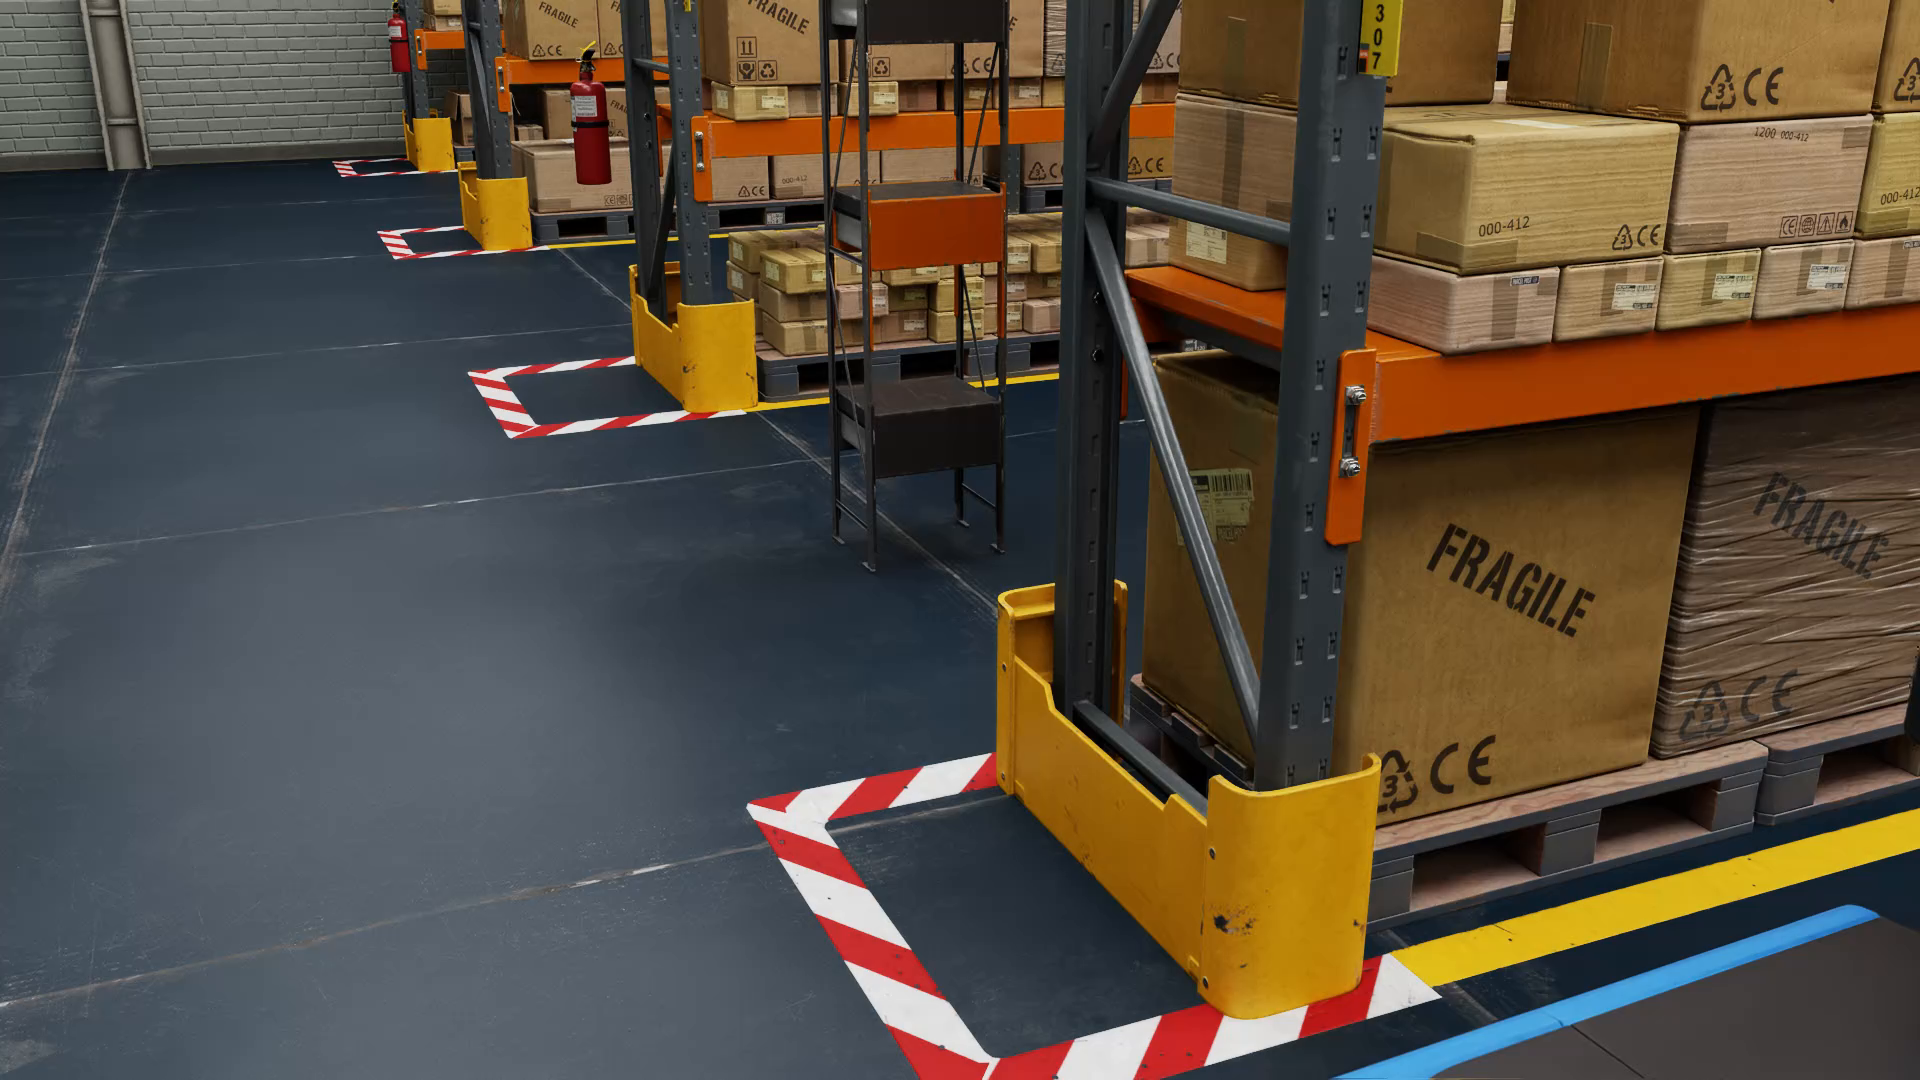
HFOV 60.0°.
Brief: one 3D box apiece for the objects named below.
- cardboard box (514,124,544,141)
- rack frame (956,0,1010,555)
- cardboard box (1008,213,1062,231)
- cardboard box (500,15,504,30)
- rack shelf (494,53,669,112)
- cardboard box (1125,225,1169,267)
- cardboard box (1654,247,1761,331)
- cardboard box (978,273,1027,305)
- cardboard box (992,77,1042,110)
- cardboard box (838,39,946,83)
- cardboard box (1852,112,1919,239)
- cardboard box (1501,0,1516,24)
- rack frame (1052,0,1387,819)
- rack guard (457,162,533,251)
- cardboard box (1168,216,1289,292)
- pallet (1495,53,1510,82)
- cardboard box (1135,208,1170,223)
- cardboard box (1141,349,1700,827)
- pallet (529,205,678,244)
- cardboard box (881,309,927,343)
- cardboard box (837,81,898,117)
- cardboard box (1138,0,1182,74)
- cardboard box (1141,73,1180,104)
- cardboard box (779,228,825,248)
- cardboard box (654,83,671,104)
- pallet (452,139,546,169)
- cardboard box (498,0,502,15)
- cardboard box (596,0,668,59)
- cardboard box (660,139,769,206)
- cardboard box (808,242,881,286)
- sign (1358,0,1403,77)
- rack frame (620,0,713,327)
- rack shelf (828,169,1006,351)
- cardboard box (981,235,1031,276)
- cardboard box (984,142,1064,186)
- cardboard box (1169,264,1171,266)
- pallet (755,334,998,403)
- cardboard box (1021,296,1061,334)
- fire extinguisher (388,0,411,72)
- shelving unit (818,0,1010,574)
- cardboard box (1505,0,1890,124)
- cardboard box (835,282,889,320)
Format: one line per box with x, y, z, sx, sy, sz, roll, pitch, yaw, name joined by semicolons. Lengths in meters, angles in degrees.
-4.406;-4.141;16.927;0.250;0.149;0.380;-9;21;-24;cardboard box
0.072;-1.001;5.703;0.015;2.100;0.400;-8;21;-22;rack frame
0.442;-1.663;8.993;0.250;0.149;0.380;-8;21;-22;cardboard box
-4.558;-5.126;16.442;0.250;0.149;0.380;-8;21;-23;cardboard box
-1.605;-3.603;12.821;4.000;0.370;1.077;-8;21;-22;rack shelf
0.893;-1.523;8.595;0.250;0.149;0.380;-9;21;-24;cardboard box
1.411;-0.552;3.453;0.250;0.149;0.380;-9;21;-23;cardboard box
0.143;-1.310;8.437;0.250;0.149;0.380;-9;21;-25;cardboard box
0.205;-2.200;8.132;0.250;0.149;0.380;-9;21;-23;cardboard box
-0.385;-2.423;7.789;0.500;0.500;0.500;-8;21;-22;cardboard box
1.969;-0.843;3.677;0.500;0.250;0.500;-9;21;-24;cardboard box
2.829;-2.840;8.871;0.250;0.149;0.380;-8;21;-21;cardboard box
0.484;-0.657;3.371;0.127;3.000;1.000;-8;21;-22;rack frame
-3.463;-2.497;12.360;0.348;0.500;1.175;-8;21;-22;rack guard
0.681;-0.686;3.831;0.250;0.149;0.380;-8;21;-21;cardboard box
3.045;-2.675;9.391;1.213;0.211;1.003;-8;21;-22;pallet
1.167;-1.753;9.249;0.250;0.149;0.380;-9;21;-23;cardboard box
1.040;0.039;3.963;0.875;0.875;0.875;-8;21;-22;cardboard box
-2.738;-2.493;12.784;1.213;0.211;1.003;-8;21;-22;pallet
-0.347;-1.102;8.294;0.250;0.149;0.380;-8;21;-21;cardboard box
-0.475;-2.072;7.769;0.250;0.149;0.380;-9;21;-23;cardboard box
1.018;-2.614;8.330;0.500;0.500;0.500;-8;21;-22;cardboard box
0.914;-2.309;8.441;0.250;0.149;0.380;-8;21;-23;cardboard box
-0.749;-1.479;8.471;0.250;0.149;0.380;-8;21;-21;cardboard box
-3.058;-4.500;17.417;0.500;0.500;0.700;-9;21;-24;cardboard box
-4.609;-3.992;17.042;1.213;0.211;1.003;-8;21;-22;pallet
-4.425;-5.306;16.352;0.500;0.250;0.500;-8;21;-21;cardboard box
-2.433;-3.777;12.081;0.500;0.500;0.500;-8;21;-23;cardboard box
-2.038;-2.909;12.992;0.875;0.438;0.875;-8;21;-20;cardboard box
-0.567;-1.355;8.118;0.250;0.149;0.380;-8;21;-21;cardboard box
0.698;-0.933;2.731;0.005;0.325;0.100;-8;21;-22;sign
-1.388;-2.183;7.705;0.127;3.000;1.000;-8;21;-22;rack frame
-0.152;-0.956;5.616;0.480;0.518;0.431;-8;21;-22;rack shelf
0.169;-1.441;8.361;0.250;0.149;0.380;-7;21;-20;cardboard box
0.769;-3.507;14.033;0.875;0.875;0.875;-7;21;-20;cardboard box
1.144;-1.442;8.812;0.250;0.149;0.380;-8;21;-21;cardboard box
-0.558;-0.974;8.469;1.213;0.211;1.003;-8;21;-22;pallet
0.391;-1.171;8.490;0.250;0.149;0.380;-9;21;-25;cardboard box
-5.363;-4.819;15.871;0.183;0.674;0.296;-8;21;-22;fire extinguisher
-0.152;-0.969;5.611;0.503;2.100;0.431;-8;21;-22;shelving unit
1.491;-1.127;3.354;0.500;0.500;0.500;-9;21;-23;cardboard box
-0.531;-1.186;8.086;0.250;0.149;0.380;-8;21;-22;cardboard box
